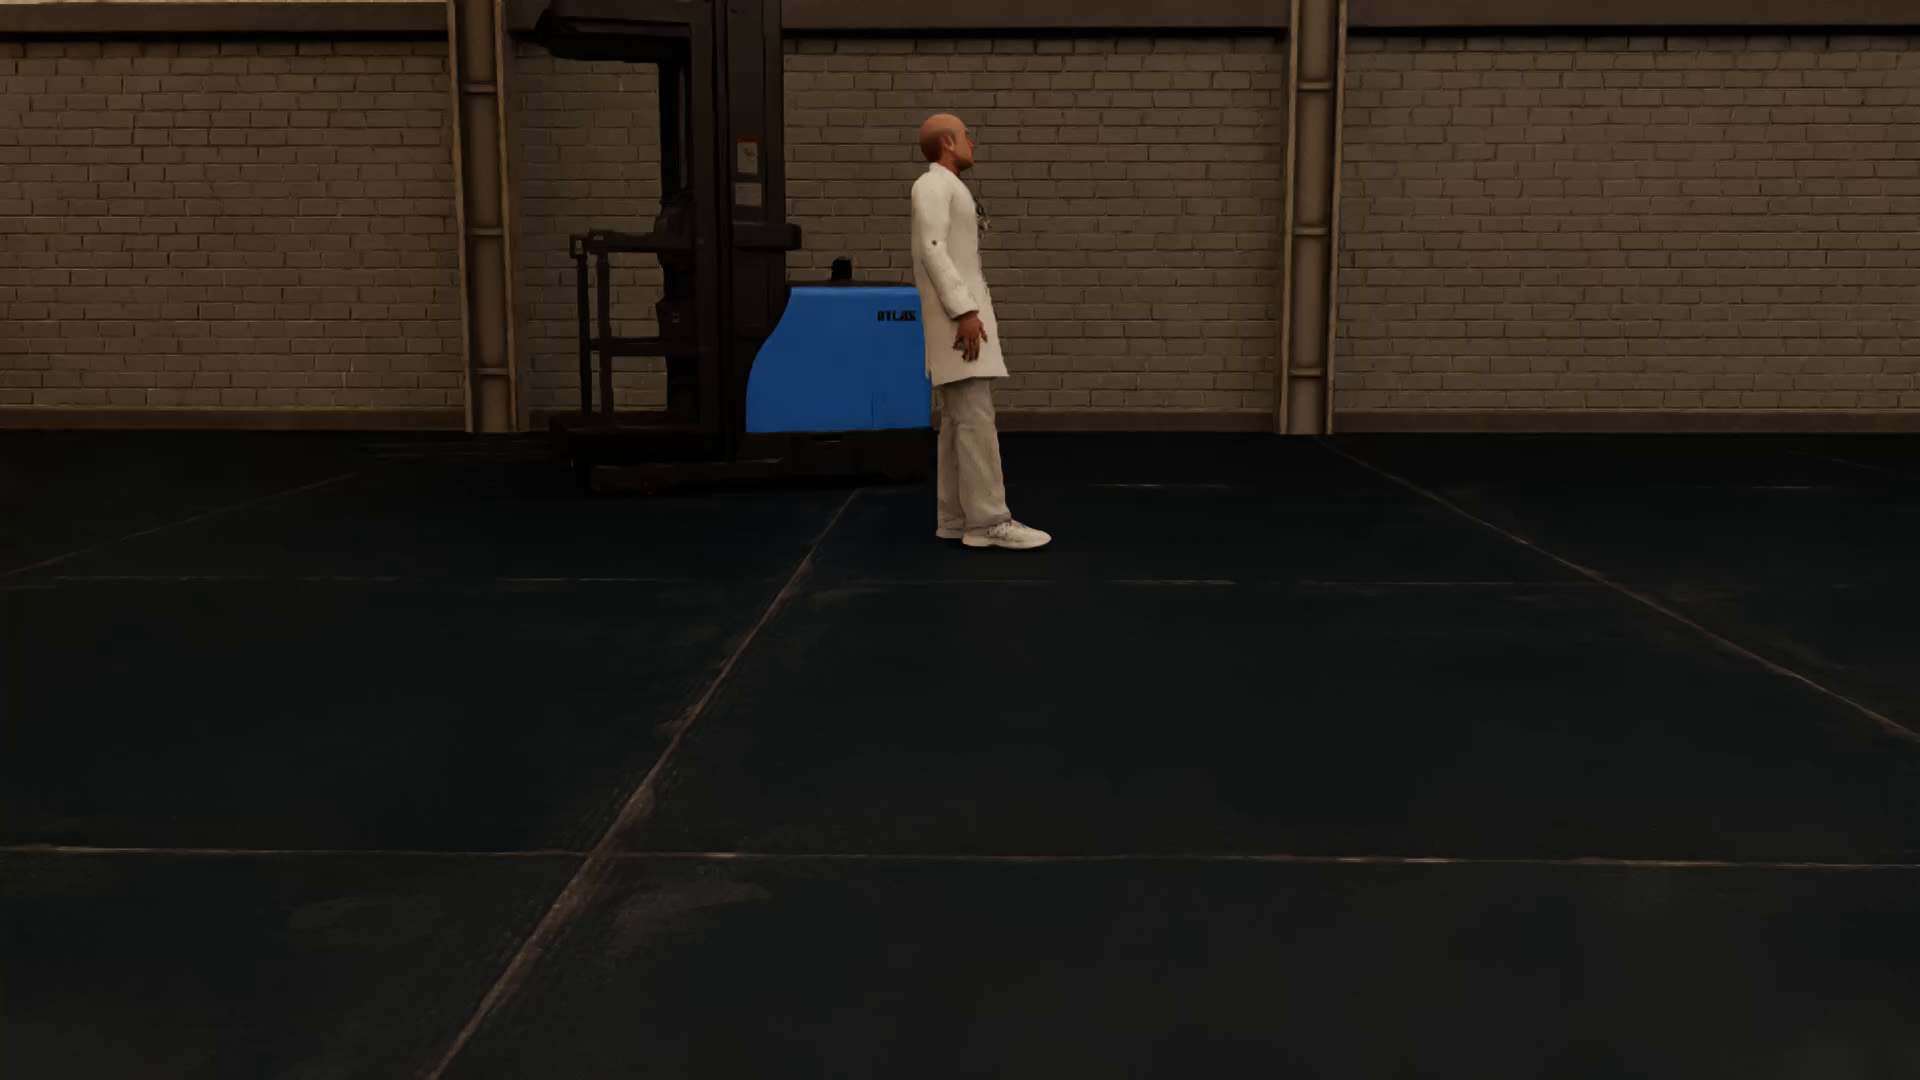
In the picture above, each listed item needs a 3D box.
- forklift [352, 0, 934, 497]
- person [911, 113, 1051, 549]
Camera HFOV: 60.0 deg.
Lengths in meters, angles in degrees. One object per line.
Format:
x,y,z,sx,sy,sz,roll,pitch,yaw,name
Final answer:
-1.721,-1.760,8.945,3.031,2.935,1.130,-3,9,-18,forklift
0.091,-0.885,6.985,0.579,1.776,0.694,0,9,1,person
